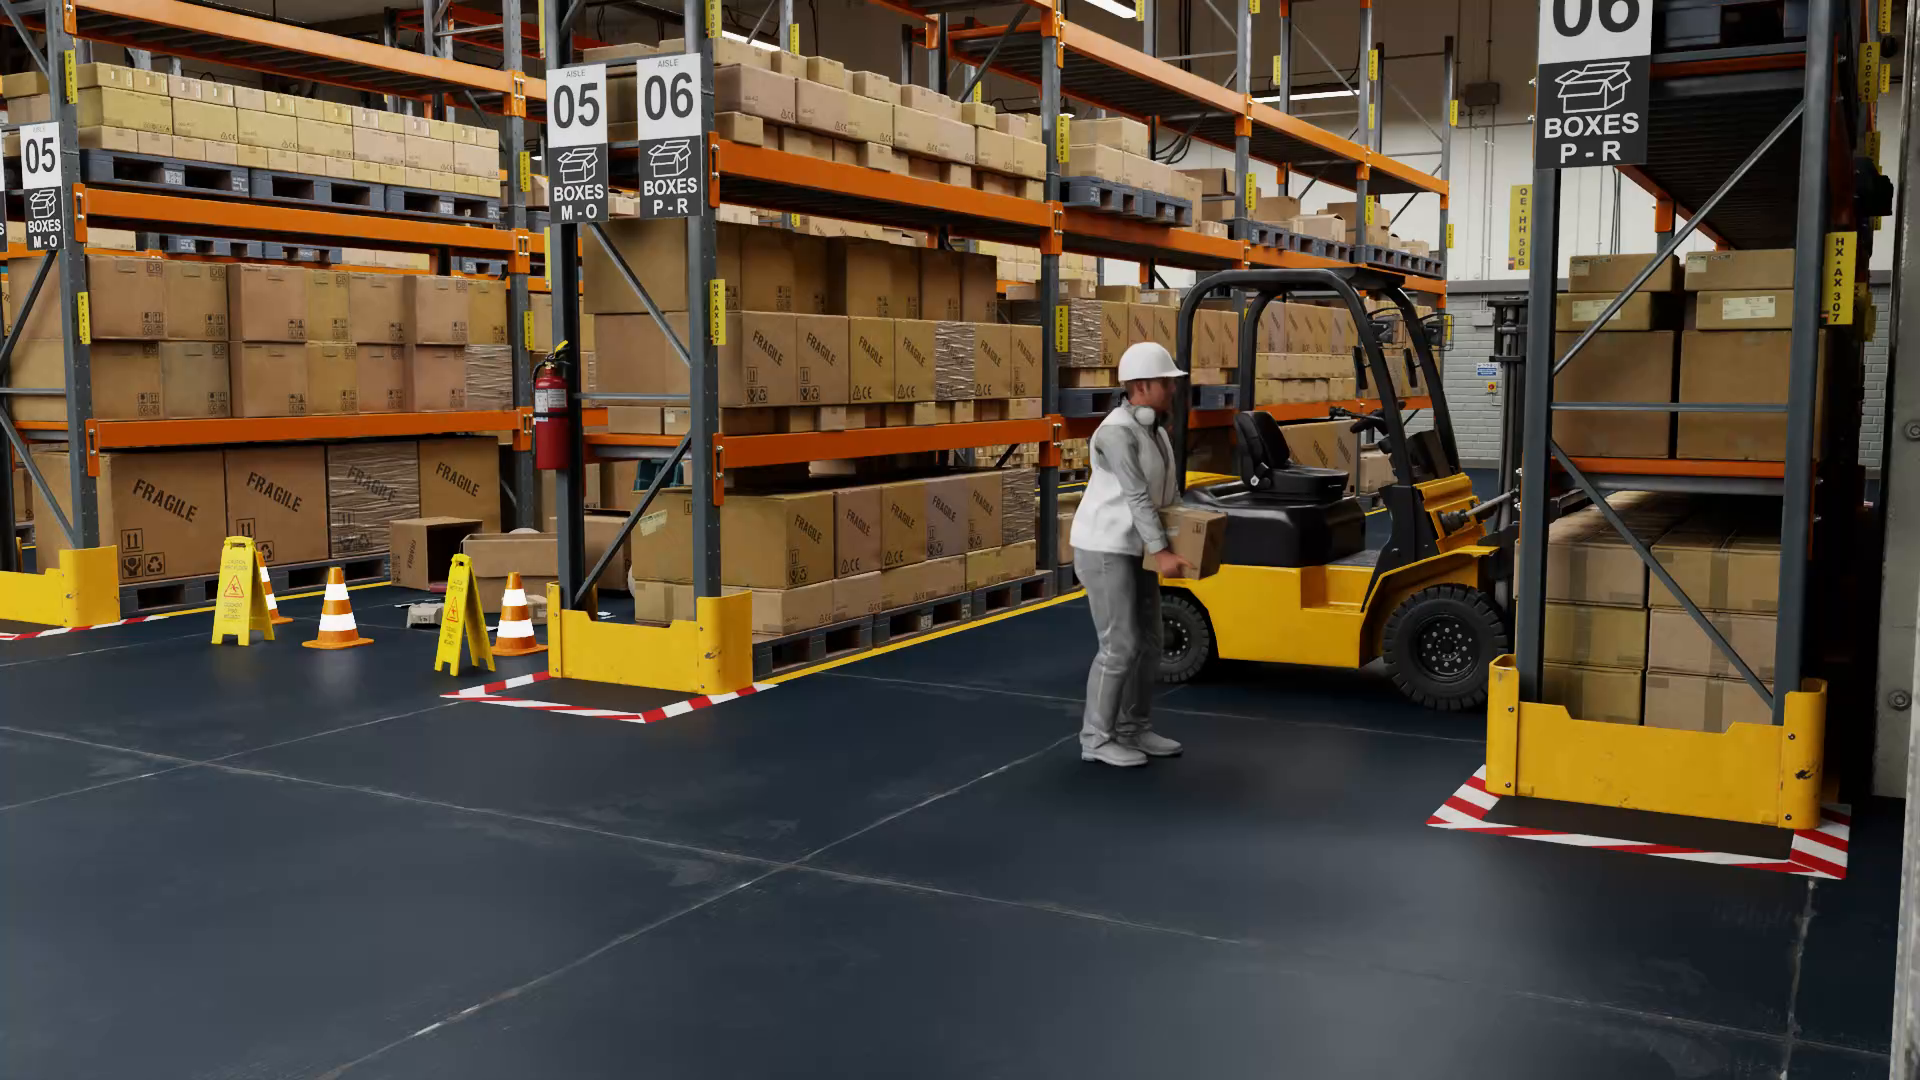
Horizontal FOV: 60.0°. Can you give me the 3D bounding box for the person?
[{"bbox_3d":[0.772,0.054,7.023,0.577,1.765,0.487,3,7,27],"label":"person"}]
